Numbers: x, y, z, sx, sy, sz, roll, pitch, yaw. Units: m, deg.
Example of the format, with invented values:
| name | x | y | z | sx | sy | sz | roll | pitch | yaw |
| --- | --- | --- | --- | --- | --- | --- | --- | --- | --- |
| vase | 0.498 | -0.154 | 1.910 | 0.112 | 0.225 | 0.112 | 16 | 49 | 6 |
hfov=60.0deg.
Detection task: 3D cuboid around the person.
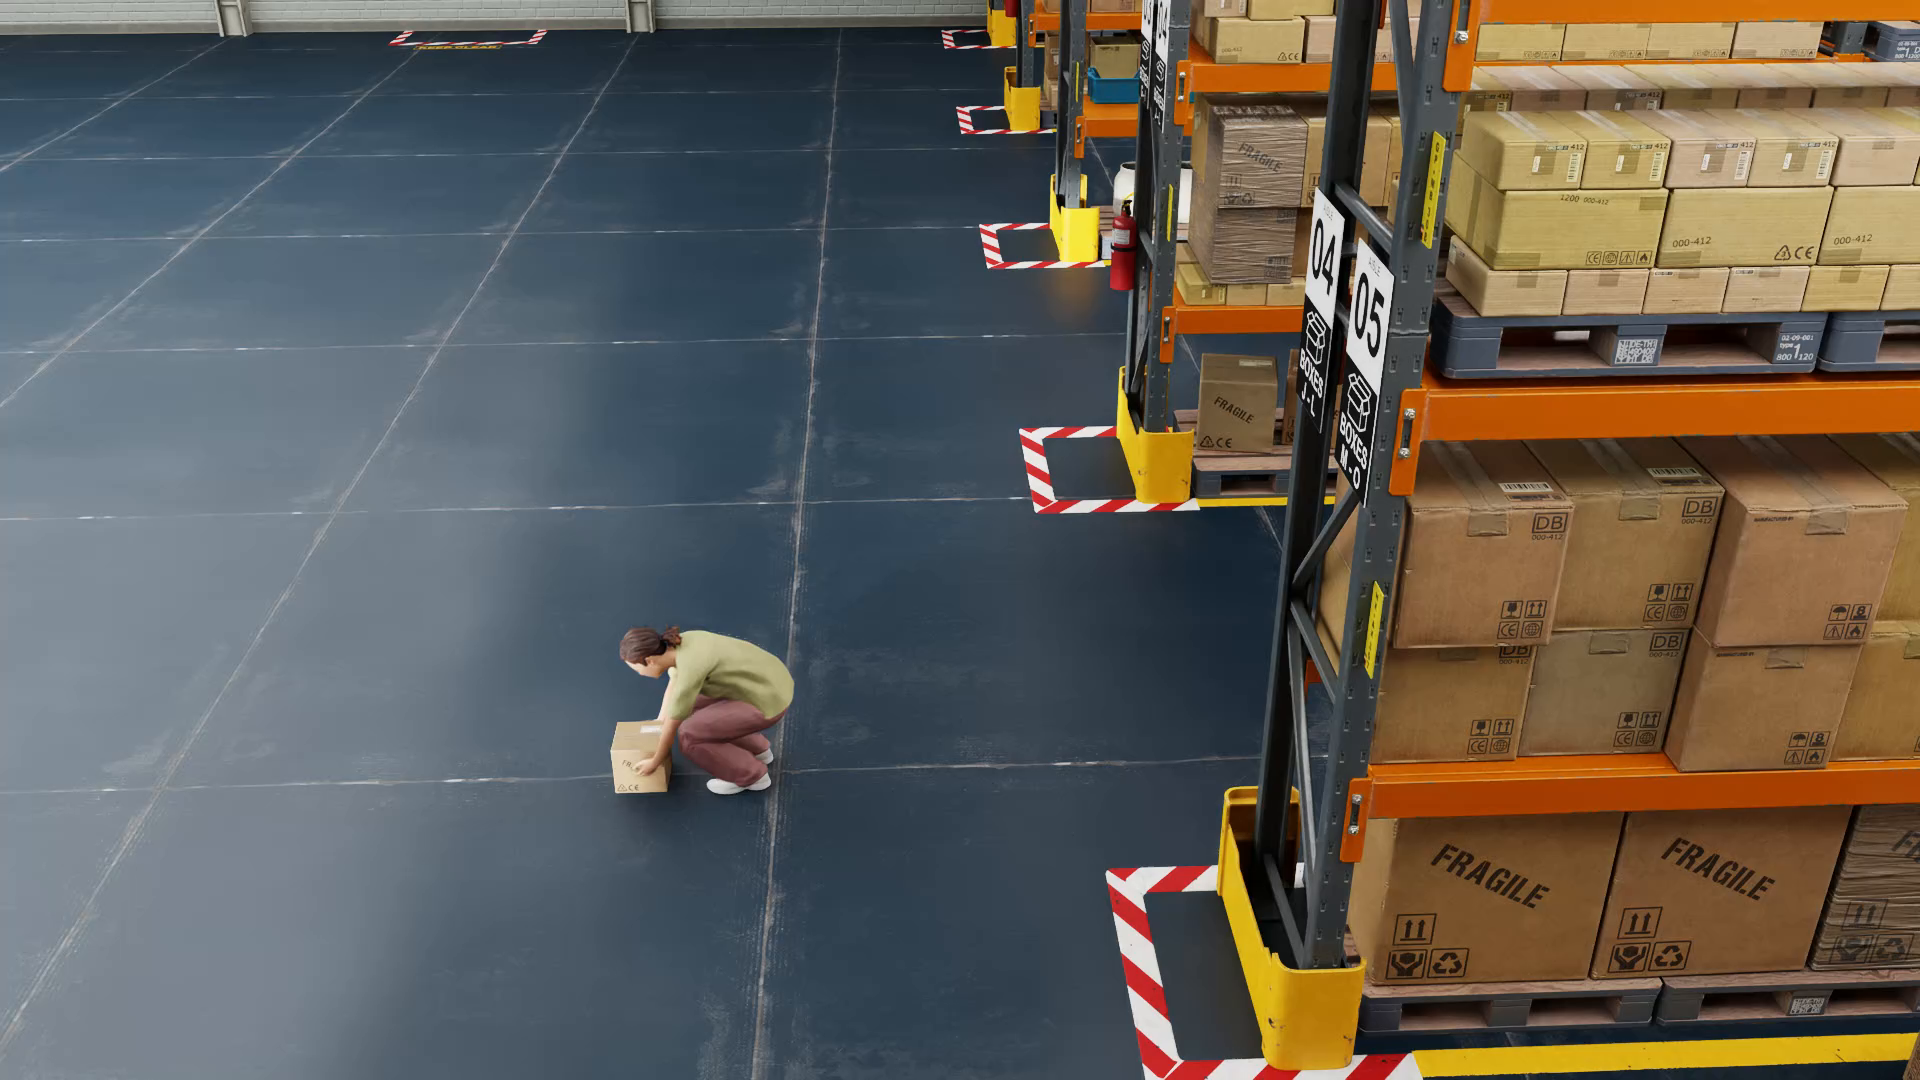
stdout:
| name | x | y | z | sx | sy | sz | roll | pitch | yaw |
| --- | --- | --- | --- | --- | --- | --- | --- | --- | --- |
| person | -1.197 | 0.782 | 7.980 | 0.800 | 0.890 | 0.490 | -1 | 28 | -3 |
